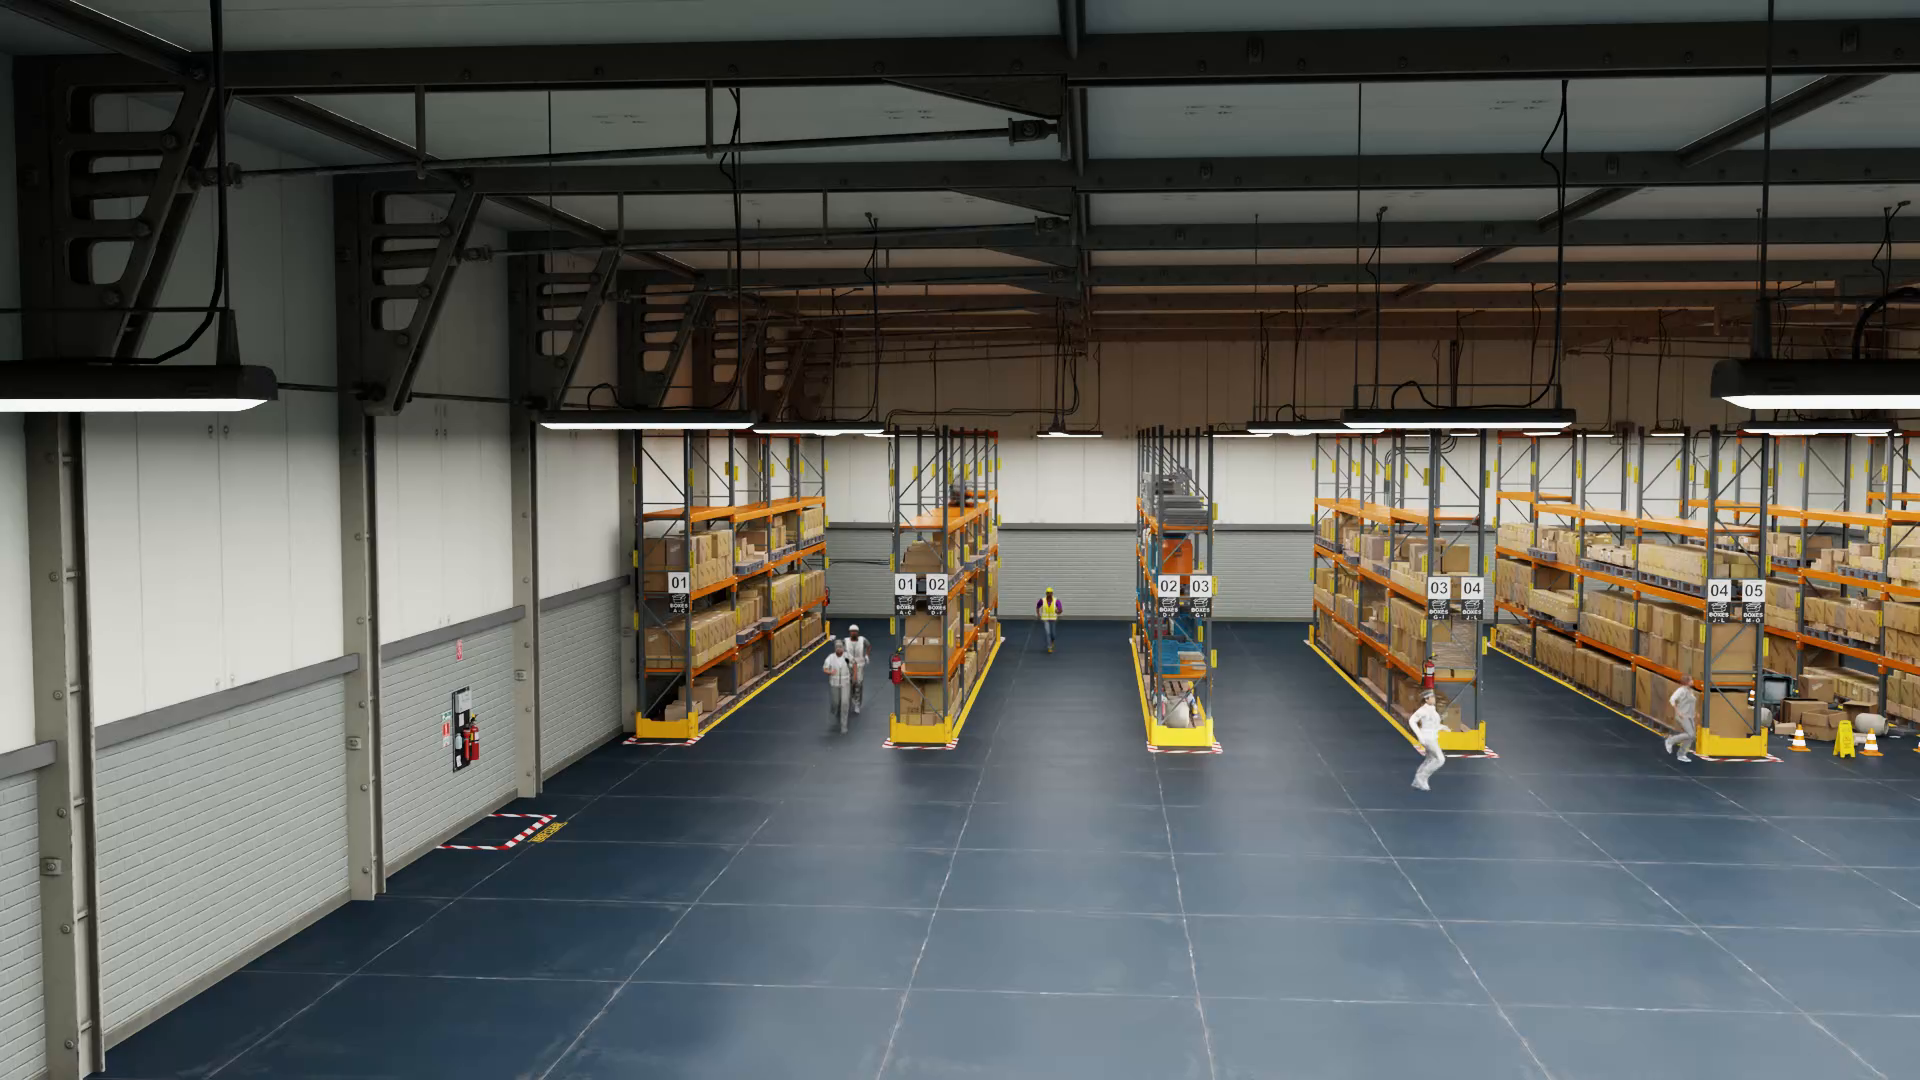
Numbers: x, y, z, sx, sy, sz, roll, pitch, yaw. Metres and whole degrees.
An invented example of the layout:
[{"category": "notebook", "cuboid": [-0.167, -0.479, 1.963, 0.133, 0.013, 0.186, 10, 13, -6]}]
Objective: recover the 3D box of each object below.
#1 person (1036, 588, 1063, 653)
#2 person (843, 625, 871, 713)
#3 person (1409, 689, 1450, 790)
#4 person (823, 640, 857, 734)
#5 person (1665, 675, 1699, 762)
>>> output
[{"category": "person", "cuboid": [2.412, 2.154, 44.843, 0.705, 1.740, 0.831, 0, 3, -1]}, {"category": "person", "cuboid": [-2.243, 2.699, 35.259, 0.672, 1.819, 0.928, 0, 3, 2]}, {"category": "person", "cuboid": [7.646, 3.246, 27.092, 0.573, 1.660, 0.593, 2, 4, 33]}, {"category": "person", "cuboid": [-2.368, 2.862, 32.872, 0.671, 1.825, 0.921, 0, 3, -4]}, {"category": "person", "cuboid": [12.946, 3.178, 29.748, 0.563, 1.529, 0.506, -3, 5, -40]}]
